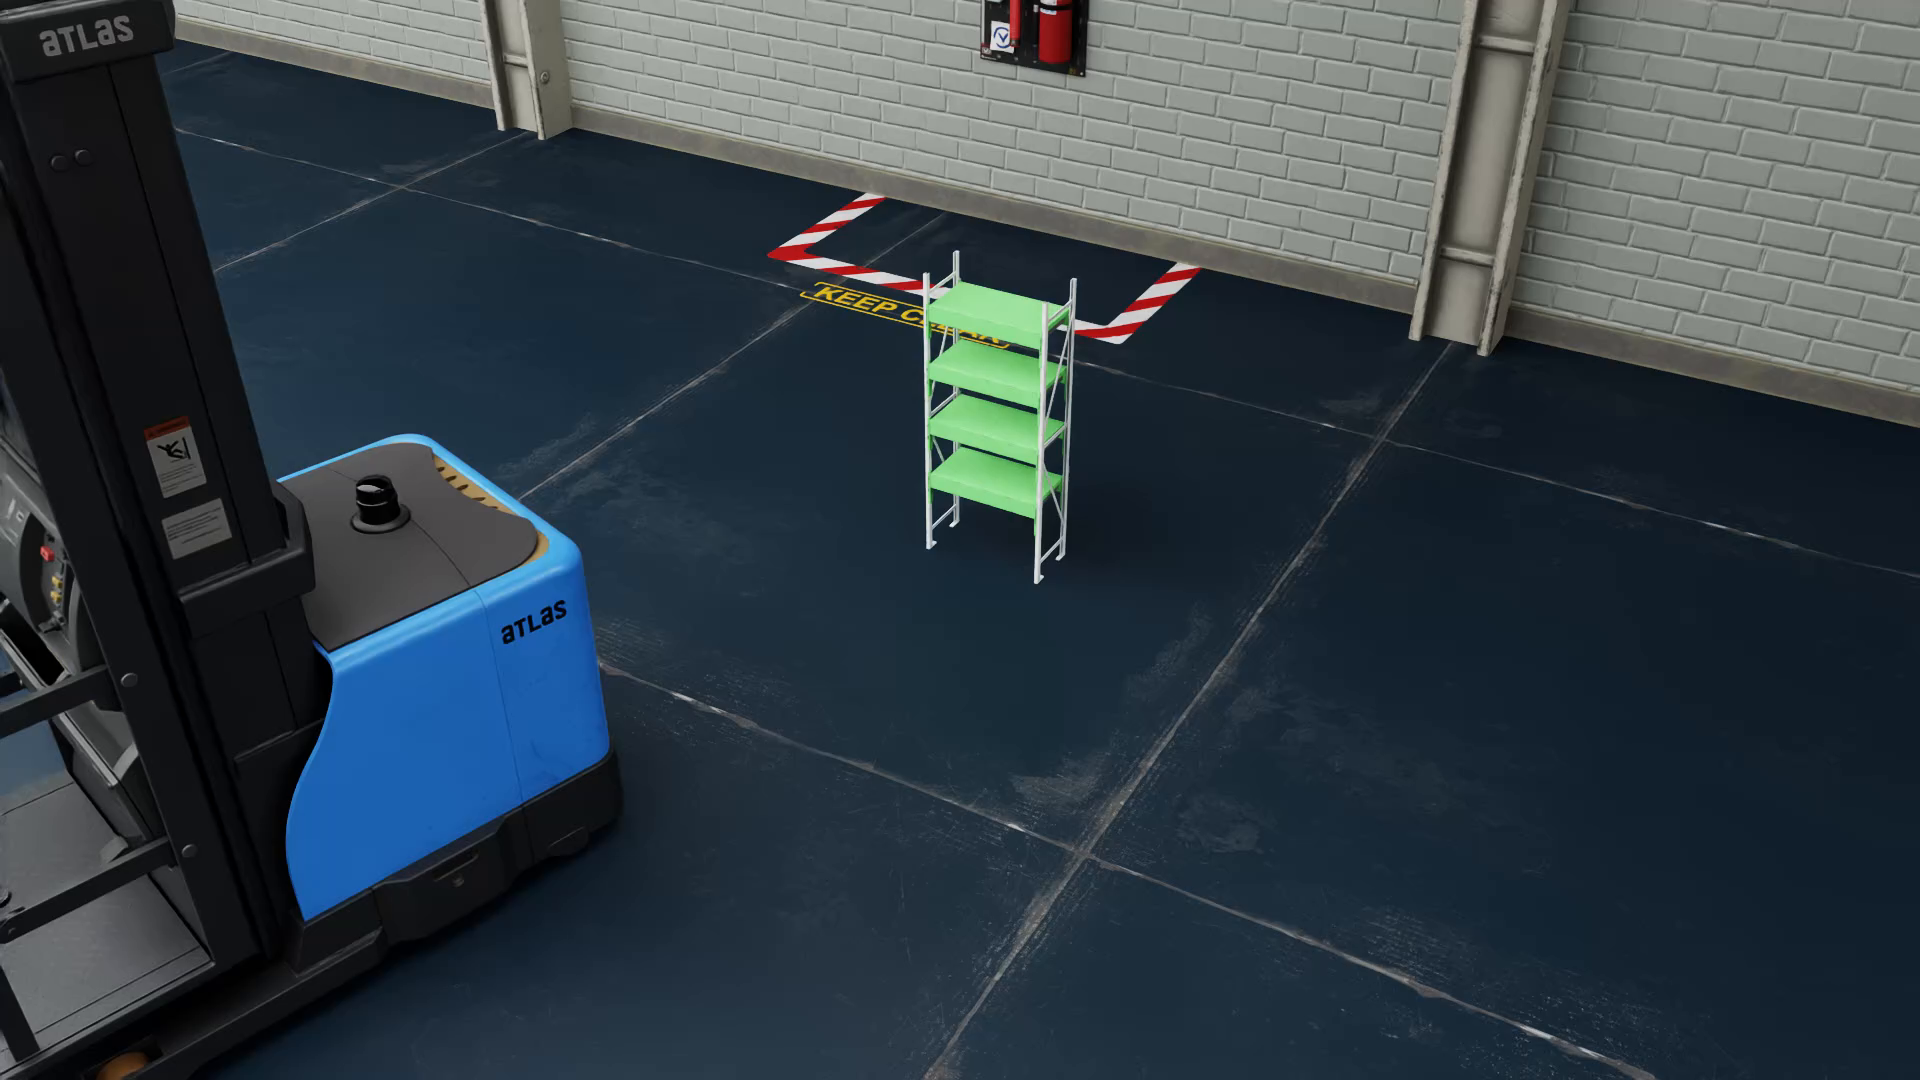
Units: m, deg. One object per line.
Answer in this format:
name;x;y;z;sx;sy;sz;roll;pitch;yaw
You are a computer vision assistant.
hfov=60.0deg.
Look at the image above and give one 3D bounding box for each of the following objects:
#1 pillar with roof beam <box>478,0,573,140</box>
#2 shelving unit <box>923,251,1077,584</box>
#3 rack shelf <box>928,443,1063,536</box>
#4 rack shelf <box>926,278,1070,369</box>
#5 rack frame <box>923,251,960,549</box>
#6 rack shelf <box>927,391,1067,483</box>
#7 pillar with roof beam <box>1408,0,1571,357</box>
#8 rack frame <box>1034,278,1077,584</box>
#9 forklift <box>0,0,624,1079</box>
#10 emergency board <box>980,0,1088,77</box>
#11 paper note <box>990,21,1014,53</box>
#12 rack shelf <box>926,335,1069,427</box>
pillar with roof beam;-4.872;-4.343;5.154;0.400;9.000;9.100;18;37;24
shelving unit;0.144;-0.454;6.349;0.503;1.200;0.258;18;37;24
rack shelf;0.144;-0.201;6.518;0.480;0.148;0.258;18;37;24
rack shelf;0.144;-0.800;6.118;0.480;0.148;0.258;18;37;24
rack frame;-0.068;-0.521;6.450;0.015;1.200;0.240;18;37;24
rack shelf;0.144;-0.401;6.384;0.480;0.148;0.258;18;37;24
pillar with roof beam;0.337;-2.693;2.676;0.400;9.000;9.100;18;37;24
rack frame;0.356;-0.387;6.248;0.015;1.200;0.240;18;37;24
forklift;-2.494;0.066;4.007;3.031;2.935;1.130;-28;43;-35
emergency board;0.346;-2.966;8.498;0.643;1.169;0.194;18;37;24
paper note;0.227;-2.681;8.865;0.142;0.148;0.016;18;37;24
rack shelf;0.144;-0.600;6.251;0.480;0.148;0.258;18;37;24
